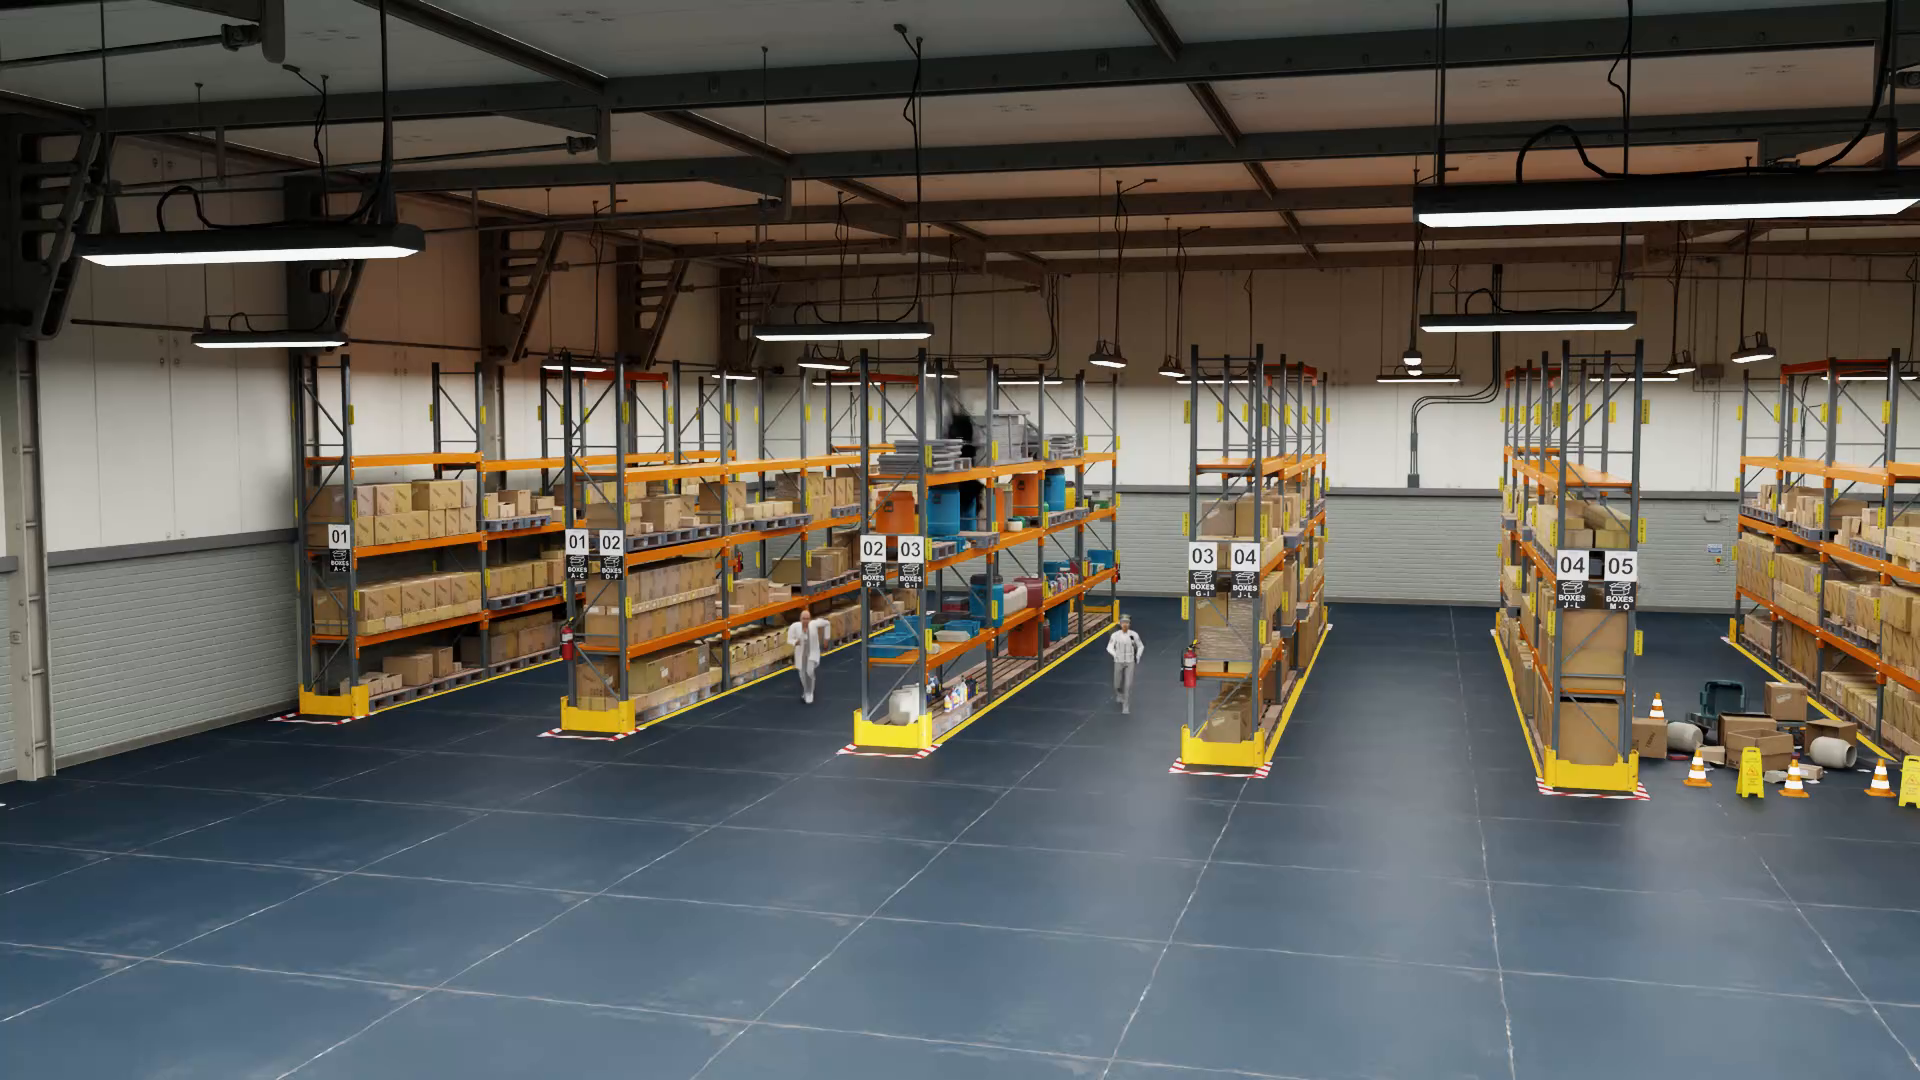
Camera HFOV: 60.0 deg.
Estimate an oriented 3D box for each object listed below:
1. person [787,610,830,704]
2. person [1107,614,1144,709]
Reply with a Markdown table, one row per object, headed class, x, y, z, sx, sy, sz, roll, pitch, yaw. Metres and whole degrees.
| class | x | y | z | sx | sy | sz | roll | pitch | yaw |
| --- | --- | --- | --- | --- | --- | --- | --- | --- | --- |
| person | -2.625 | 2.023 | 28.890 | 0.738 | 1.671 | 1.051 | 0 | 4 | -1 |
| person | 2.796 | 2.044 | 28.063 | 0.625 | 1.594 | 0.627 | 1 | 4 | 7 |
